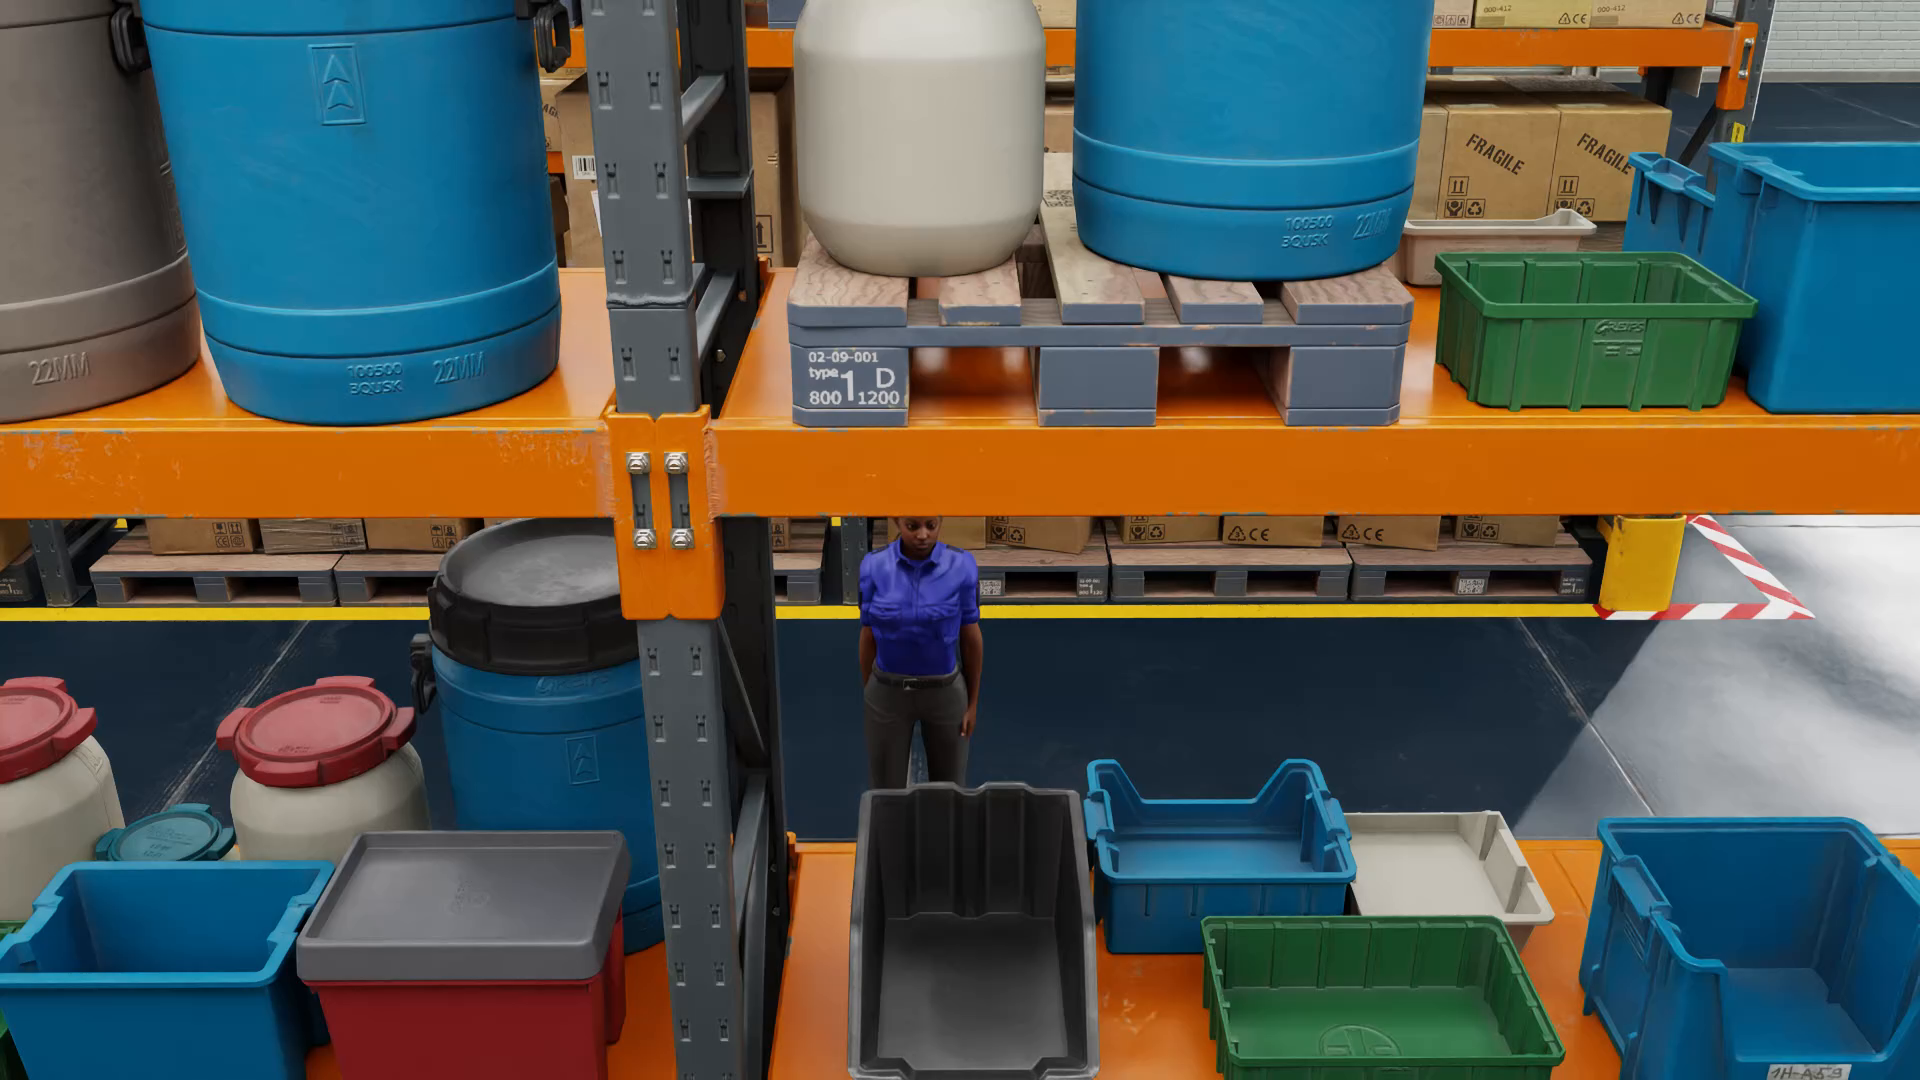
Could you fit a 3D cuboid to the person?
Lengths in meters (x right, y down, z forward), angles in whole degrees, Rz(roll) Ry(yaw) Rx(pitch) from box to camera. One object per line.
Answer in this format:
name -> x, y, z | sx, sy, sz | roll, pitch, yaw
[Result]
person -> -0.138, 0.576, 5.872 | 0.437, 1.684, 0.328 | 0, 24, 1
